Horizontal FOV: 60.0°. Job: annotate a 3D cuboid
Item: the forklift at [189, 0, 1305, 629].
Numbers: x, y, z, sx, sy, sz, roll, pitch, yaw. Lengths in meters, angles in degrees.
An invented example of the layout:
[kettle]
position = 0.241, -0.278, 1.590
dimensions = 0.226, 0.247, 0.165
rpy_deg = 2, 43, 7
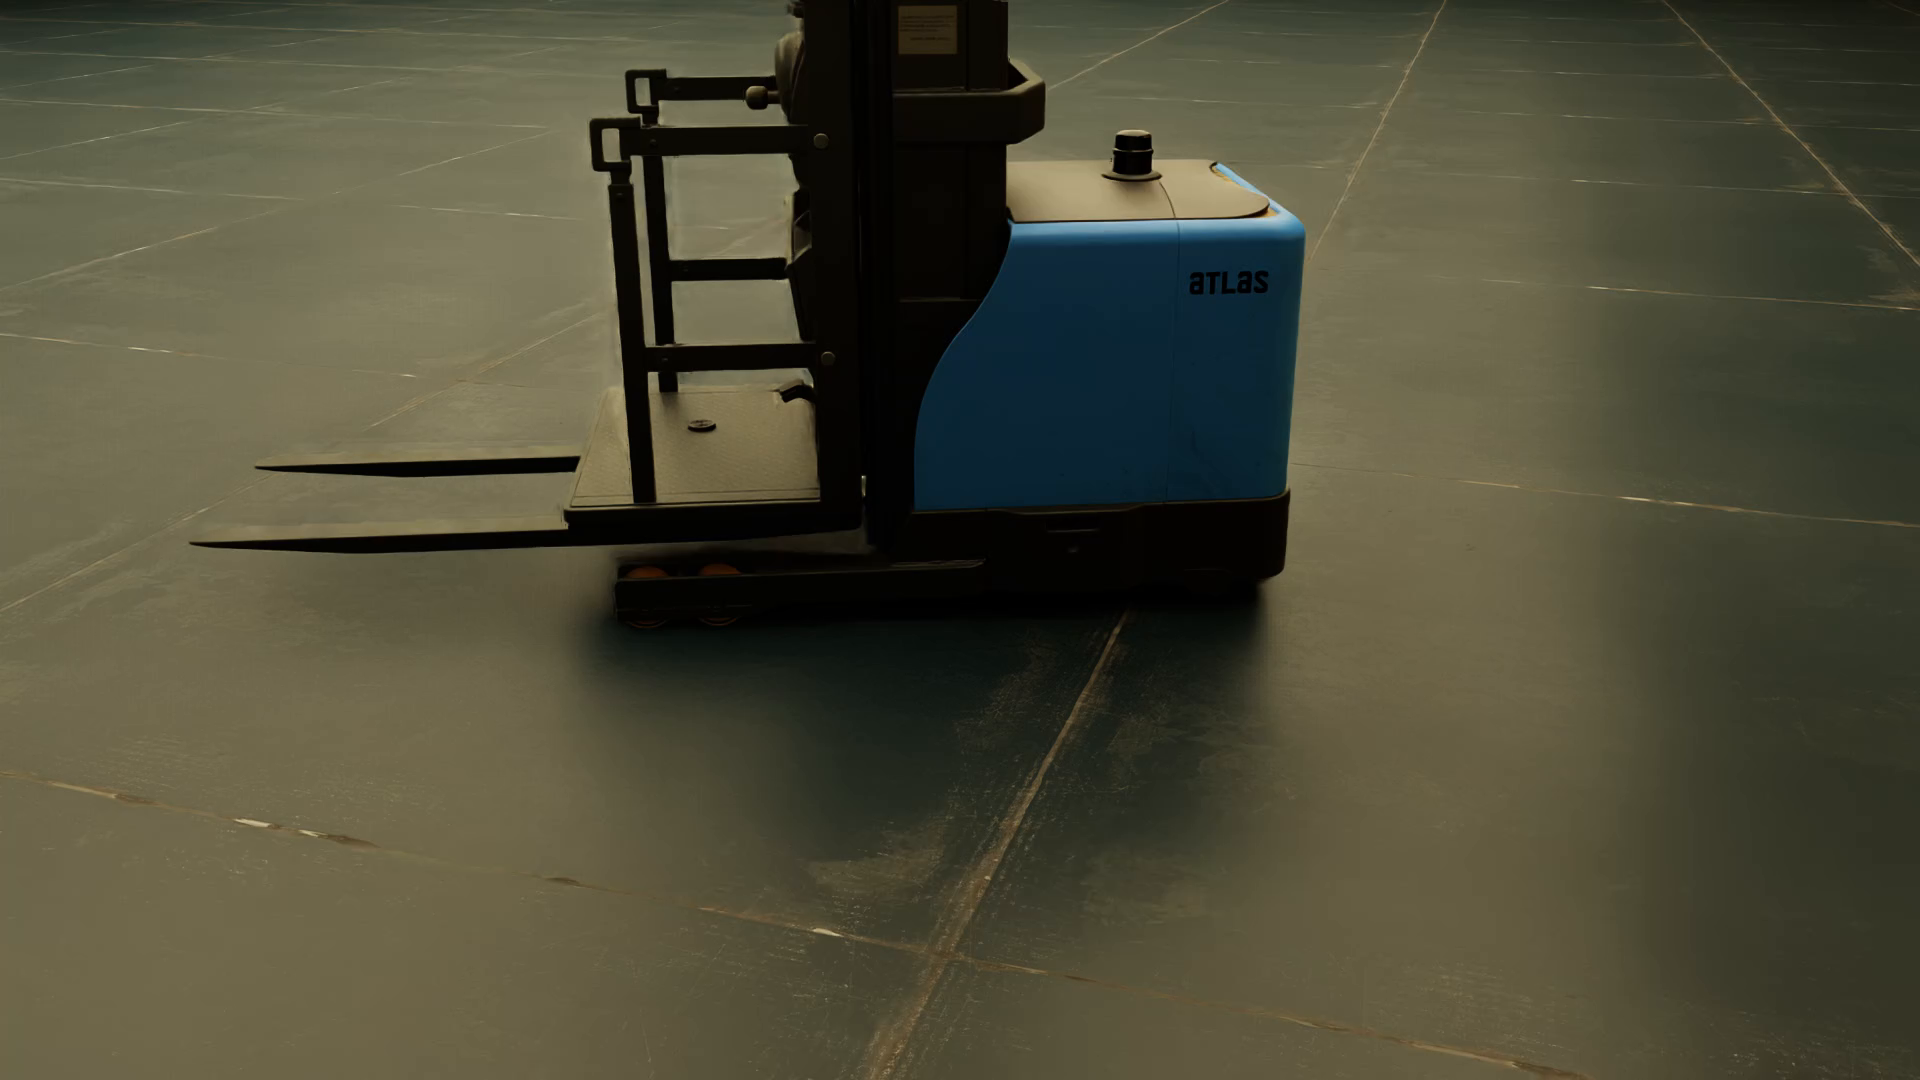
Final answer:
[forklift]
position = -0.624, -1.324, 4.486
dimensions = 3.031, 2.935, 1.130
rpy_deg = -2, 23, -5
